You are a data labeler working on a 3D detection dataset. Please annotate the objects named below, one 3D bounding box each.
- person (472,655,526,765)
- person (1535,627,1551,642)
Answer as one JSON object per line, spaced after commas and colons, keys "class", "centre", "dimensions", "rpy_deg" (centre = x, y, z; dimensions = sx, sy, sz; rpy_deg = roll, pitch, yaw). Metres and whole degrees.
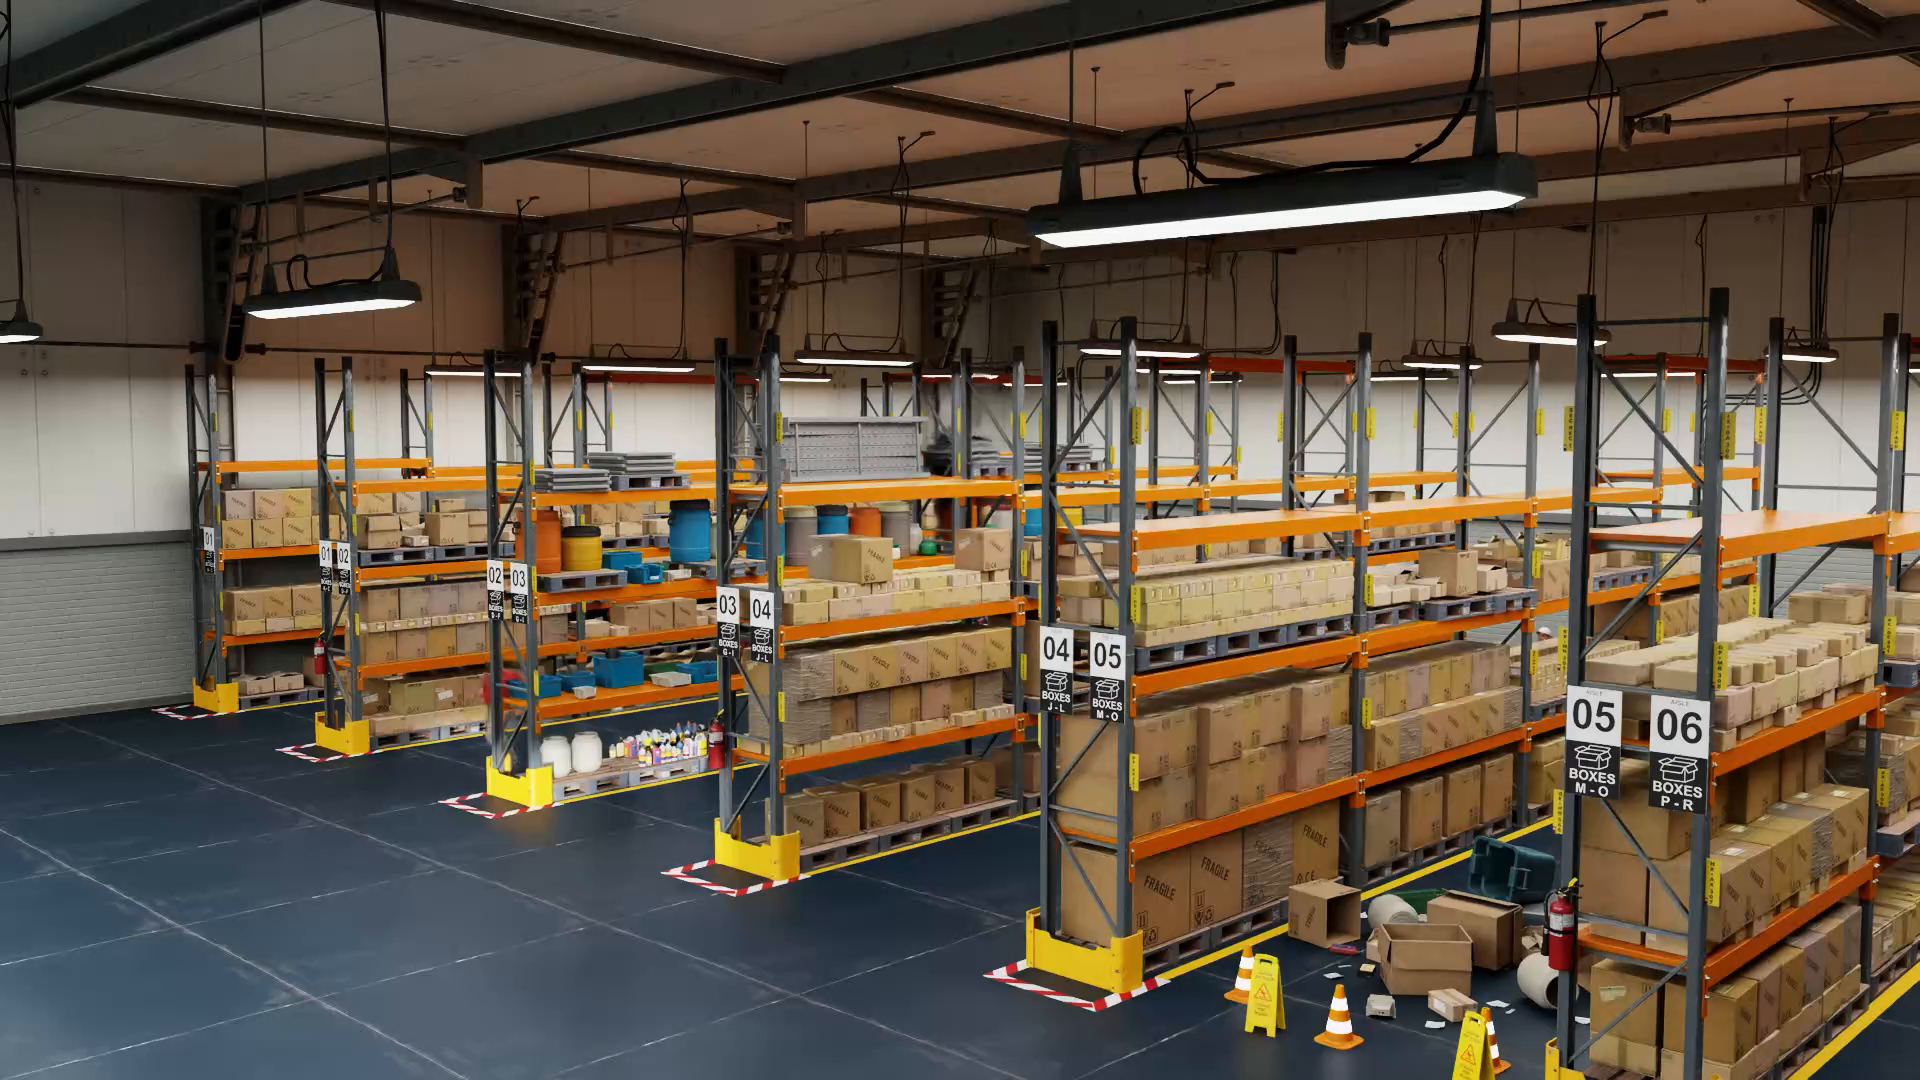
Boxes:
{"class": "person", "centre": [-6.616, 2.501, 23.810], "dimensions": [0.689, 1.782, 0.743], "rpy_deg": [4, 6, 40]}
{"class": "person", "centre": [9.228, 2.271, 26.138], "dimensions": [0.921, 1.827, 0.676], "rpy_deg": [-4, 6, -42]}
